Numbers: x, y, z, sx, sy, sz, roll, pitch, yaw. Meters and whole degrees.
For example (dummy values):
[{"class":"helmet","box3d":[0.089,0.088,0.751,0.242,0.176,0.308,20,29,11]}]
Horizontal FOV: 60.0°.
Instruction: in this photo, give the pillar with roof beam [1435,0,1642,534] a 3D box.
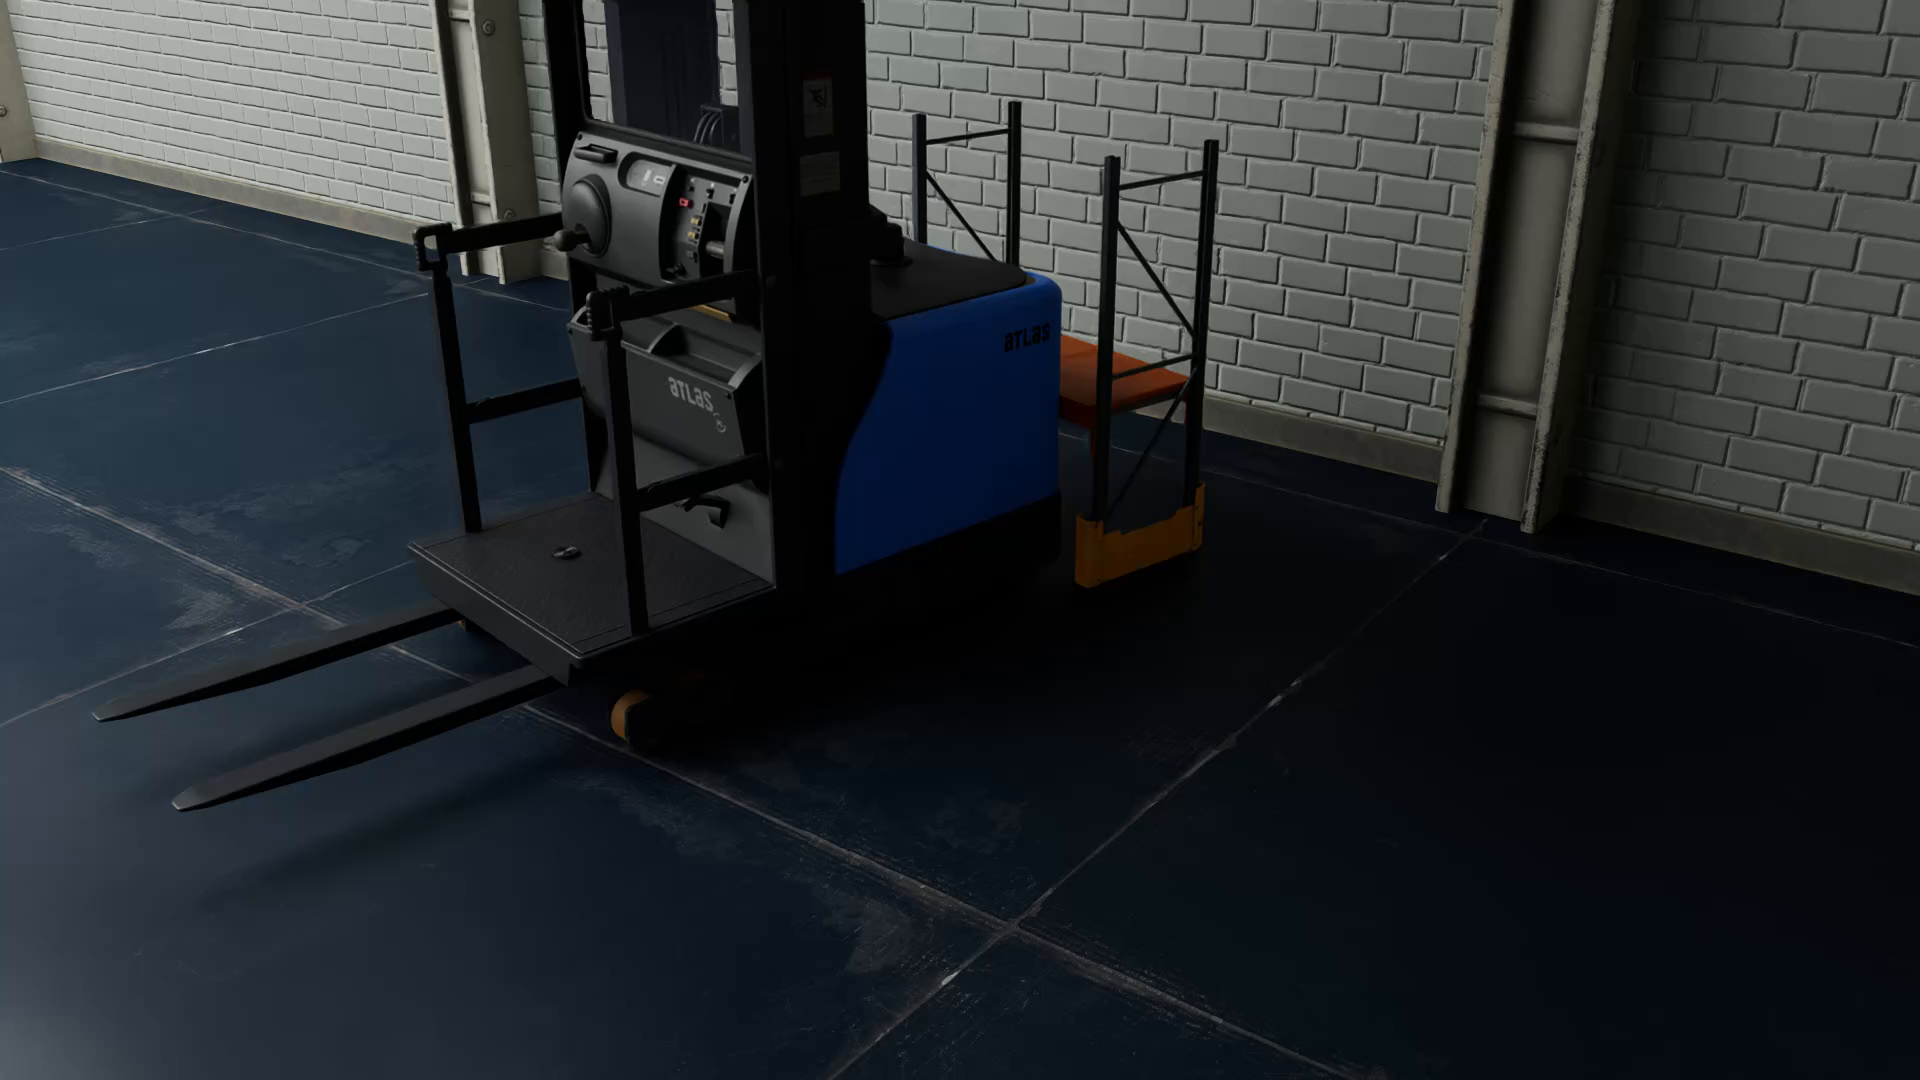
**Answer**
[{"class":"pillar with roof beam","box3d":[-0.471,-2.848,1.554,0.400,9.000,9.100,17,29,33]}]

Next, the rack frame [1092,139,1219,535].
[{"class":"rack frame","box3d":[0.665,-0.595,5.741,0.500,1.500,0.032,-18,29,-35]}]

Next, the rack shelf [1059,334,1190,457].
[{"class":"rack shelf","box3d":[0.347,-0.591,6.177,0.538,0.185,1.000,-18,29,-35]}]

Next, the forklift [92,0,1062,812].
[{"class":"forklift","box3d":[-1.067,-0.972,4.821,3.031,2.935,1.130,-20,31,-38]}]

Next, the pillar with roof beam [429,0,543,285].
[{"class":"pillar with roof beam","box3d":[-5.272,-4.299,4.847,0.400,9.000,9.100,17,29,33]}]

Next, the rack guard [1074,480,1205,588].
[{"class":"rack guard","box3d":[0.653,-0.030,6.007,0.587,0.250,0.087,-18,29,-35]}]

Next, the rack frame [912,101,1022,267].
[{"class":"rack frame","box3d":[0.029,-0.915,6.467,0.500,1.500,0.032,-18,29,-35]}]

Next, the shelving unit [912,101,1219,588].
[{"class":"shelving unit","box3d":[0.341,-0.758,6.111,0.587,1.500,1.083,-18,29,-35]}]

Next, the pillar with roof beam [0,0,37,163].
[{"class":"pillar with roof beam","box3d":[-10.073,-5.750,8.140,0.400,9.000,9.100,17,29,33]}]
